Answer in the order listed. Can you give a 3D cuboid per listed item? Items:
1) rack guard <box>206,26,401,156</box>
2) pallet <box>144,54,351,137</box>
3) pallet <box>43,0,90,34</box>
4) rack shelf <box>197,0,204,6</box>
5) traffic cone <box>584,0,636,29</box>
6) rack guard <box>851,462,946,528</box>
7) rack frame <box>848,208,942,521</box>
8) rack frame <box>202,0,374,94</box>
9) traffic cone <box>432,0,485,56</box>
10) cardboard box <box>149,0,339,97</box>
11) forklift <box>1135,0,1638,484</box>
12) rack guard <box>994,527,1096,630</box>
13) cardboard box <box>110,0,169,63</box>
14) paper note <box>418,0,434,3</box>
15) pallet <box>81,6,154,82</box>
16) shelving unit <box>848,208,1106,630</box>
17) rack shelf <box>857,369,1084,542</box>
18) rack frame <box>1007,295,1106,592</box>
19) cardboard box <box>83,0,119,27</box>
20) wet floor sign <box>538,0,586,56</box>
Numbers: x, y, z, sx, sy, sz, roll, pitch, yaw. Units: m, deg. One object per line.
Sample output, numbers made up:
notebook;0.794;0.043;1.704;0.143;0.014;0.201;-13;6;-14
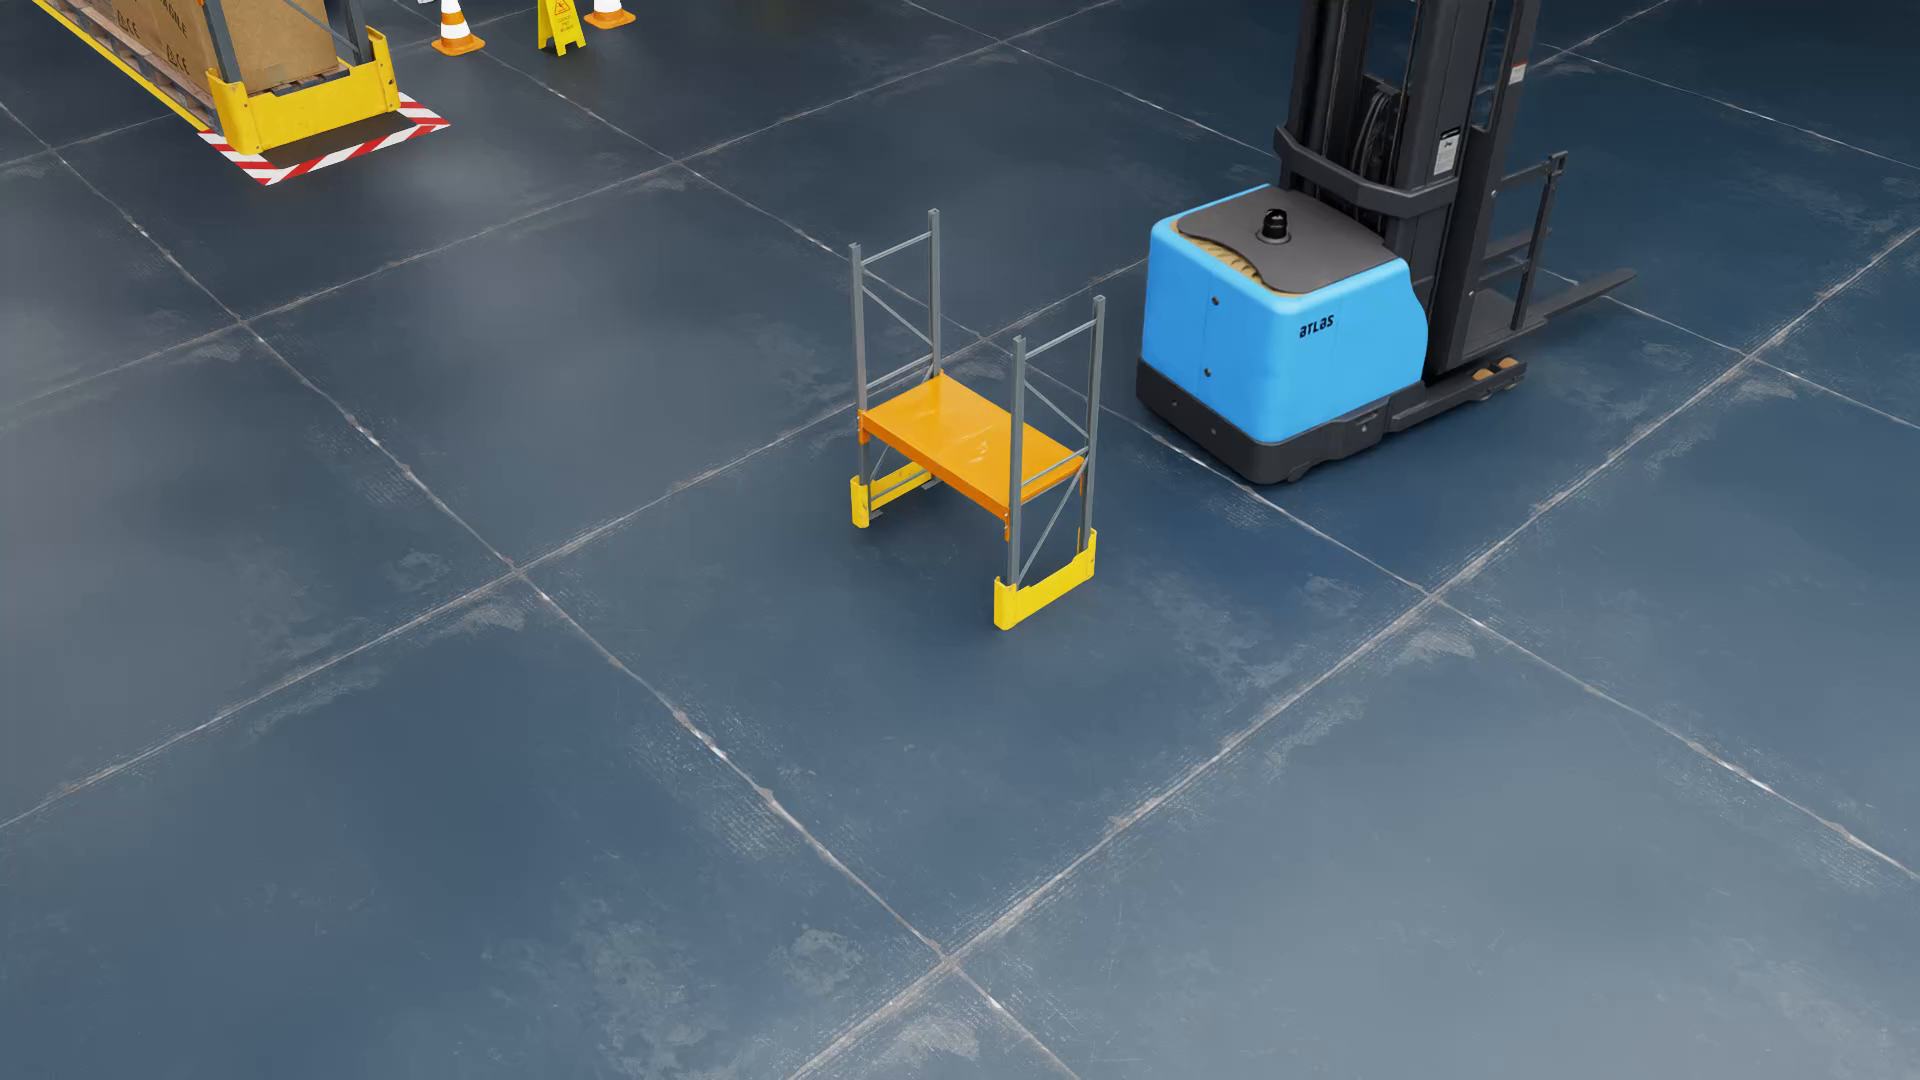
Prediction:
rack guard;-4.470;-3.083;11.377;1.175;0.500;0.348;-30;48;-32
pallet;-5.084;-3.319;11.899;1.003;0.211;1.213;-30;48;-32
pallet;-6.735;-4.448;13.297;1.003;0.211;1.213;-30;48;-32
rack shelf;-5.839;-4.712;11.978;1.077;0.370;4.000;-30;48;-32
traffic cone;-2.737;-4.252;12.854;0.336;0.463;0.334;-30;48;-32
rack guard;-0.285;-0.292;8.121;0.587;0.250;0.087;-30;48;-32
rack frame;-0.286;-0.779;7.729;0.500;1.500;0.032;-30;48;-32
rack frame;-4.486;-4.067;10.606;1.000;3.000;0.127;-30;48;-32
traffic cone;-3.799;-3.929;12.454;0.336;0.463;0.334;-30;48;-32
cardboard box;-4.993;-3.689;11.495;0.875;0.875;0.875;-30;47;-32
forklift;2.434;-2.137;8.271;3.031;2.935;1.130;-23;44;-26
rack guard;0.388;0.169;7.550;0.587;0.250;0.087;-30;48;-32
cardboard box;-5.590;-4.095;11.998;0.875;0.875;0.875;-31;48;-32
paper note;-4.268;-4.339;13.307;0.144;0.017;0.142;-15;41;-17
pallet;-5.905;-3.883;12.598;1.003;0.211;1.213;-30;48;-32
shelving unit;0.052;-0.548;7.443;0.587;1.500;1.083;-30;48;-32
rack shelf;0.058;-0.404;7.551;0.538;0.185;1.000;-30;48;-32
rack frame;0.402;-0.309;7.146;0.500;1.500;0.032;-30;48;-32
cardboard box;-6.205;-4.518;12.522;0.875;0.875;0.875;-30;47;-31
wet floor sign;-3.008;-3.979;12.371;0.232;0.644;0.267;26;45;28
